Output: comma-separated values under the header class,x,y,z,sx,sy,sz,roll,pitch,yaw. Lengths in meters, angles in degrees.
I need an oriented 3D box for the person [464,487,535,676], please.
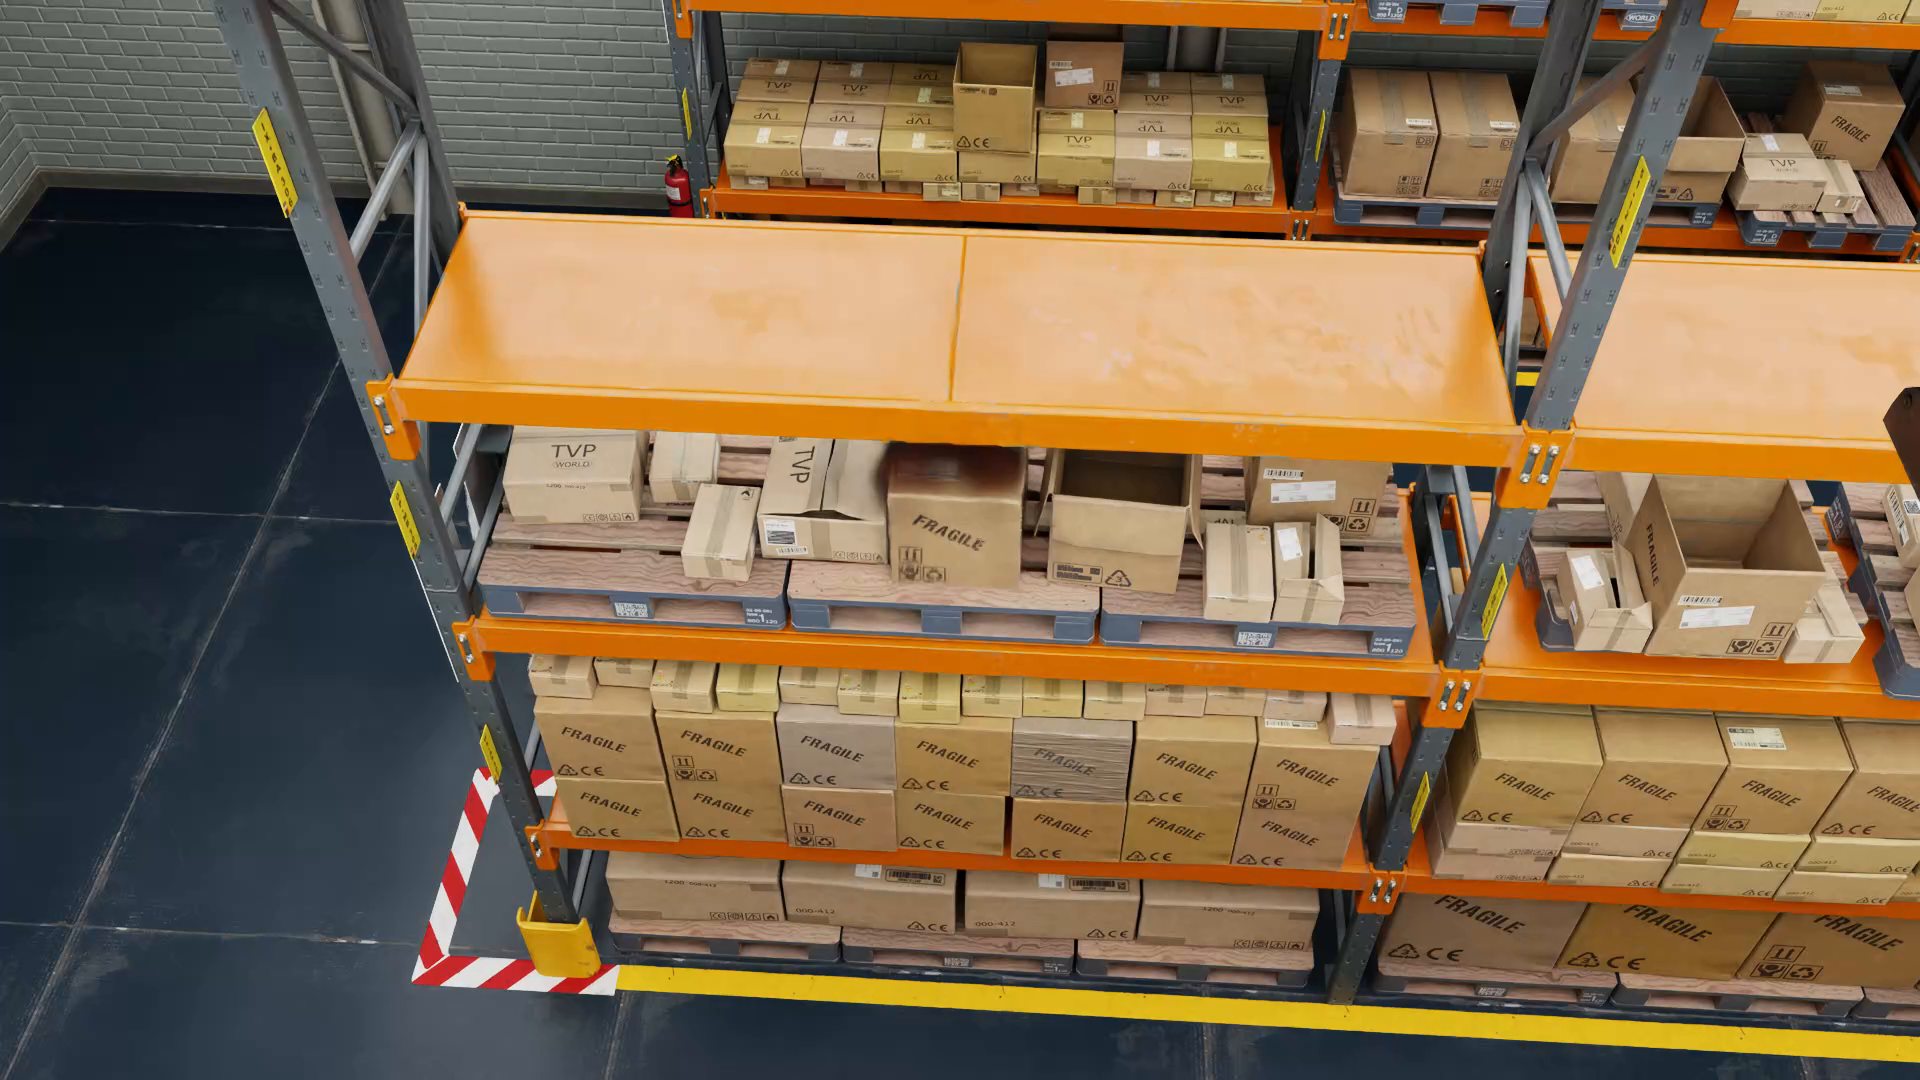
class,x,y,z,sx,sy,sz,roll,pitch,yaw
person,-2.352,0.091,9.248,0.662,1.806,0.435,-2,48,-2
